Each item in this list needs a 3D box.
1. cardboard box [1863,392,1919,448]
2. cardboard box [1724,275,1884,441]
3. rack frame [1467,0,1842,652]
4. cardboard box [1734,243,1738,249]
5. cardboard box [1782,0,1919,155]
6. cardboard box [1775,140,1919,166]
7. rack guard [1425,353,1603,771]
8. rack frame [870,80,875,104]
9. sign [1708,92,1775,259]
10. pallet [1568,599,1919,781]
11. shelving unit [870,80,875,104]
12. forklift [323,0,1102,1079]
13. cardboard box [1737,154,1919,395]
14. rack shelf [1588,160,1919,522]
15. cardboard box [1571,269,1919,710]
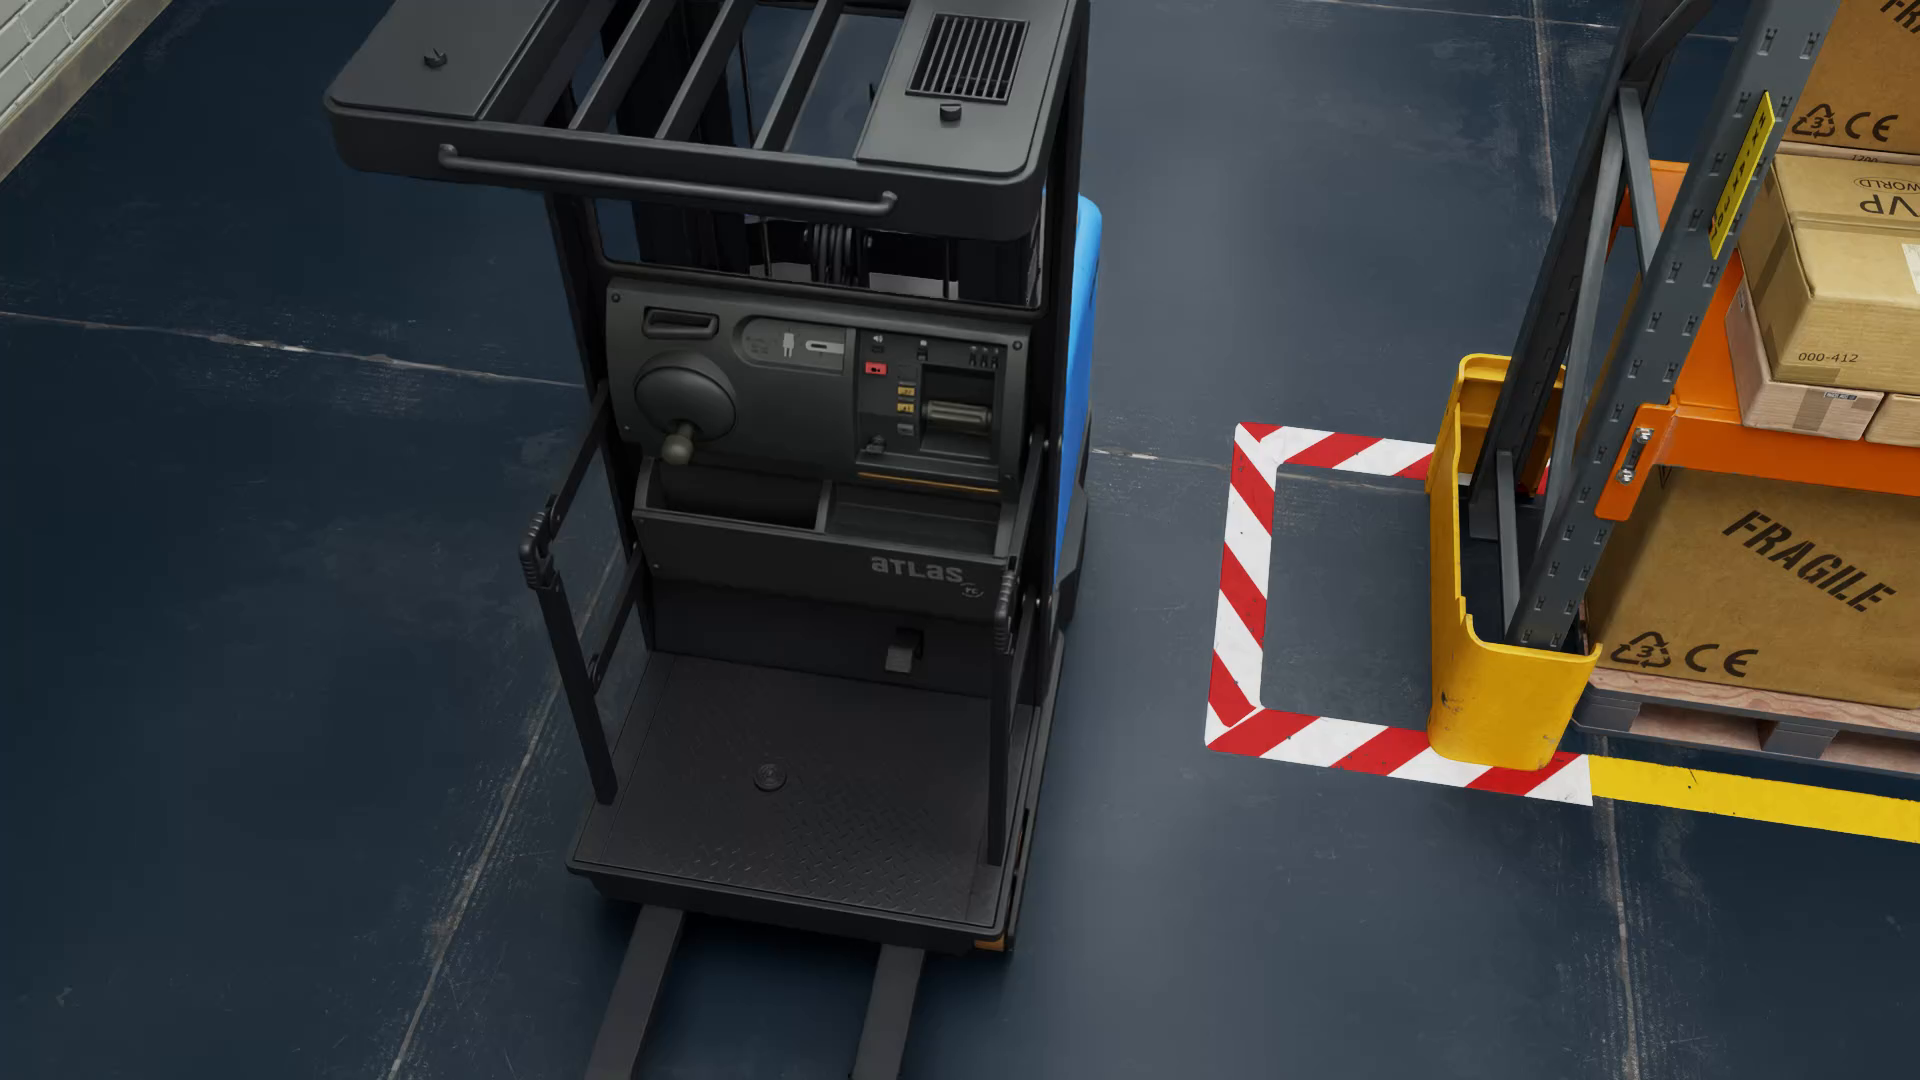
[{"bbox_3d":[2.163,-0.388,3.751,0.250,0.149,0.380,7,48,6],"label":"cardboard box"},{"bbox_3d":[1.910,-0.421,3.780,0.250,0.149,0.380,8,49,7],"label":"cardboard box"},{"bbox_3d":[1.619,-0.793,3.946,0.127,3.000,1.000,8,49,7],"label":"rack frame"},{"bbox_3d":[2.028,-0.903,4.214,0.250,0.149,0.380,9,49,8],"label":"cardboard box"},{"bbox_3d":[2.146,-1.221,3.727,0.500,0.500,0.500,8,49,7],"label":"cardboard box"},{"bbox_3d":[2.144,-0.972,4.008,0.500,0.250,0.500,7,48,6],"label":"cardboard box"},{"bbox_3d":[1.596,0.039,4.879,0.348,0.500,1.175,8,49,7],"label":"rack guard"},{"bbox_3d":[-0.206,-0.859,5.215,0.006,1.200,0.240,-21,51,-18],"label":"rack frame"},{"bbox_3d":[1.515,-0.703,3.230,0.005,0.325,0.100,8,49,7],"label":"sign"},{"bbox_3d":[2.420,0.188,4.940,1.213,0.211,1.003,8,49,7],"label":"pallet"},{"bbox_3d":[-0.124,-0.890,5.243,0.189,1.200,0.258,-21,51,-18],"label":"shelving unit"},{"bbox_3d":[-0.353,-0.224,3.481,1.130,2.935,3.031,8,49,7],"label":"forklift"},{"bbox_3d":[2.044,-0.581,3.656,0.500,0.250,0.500,7,48,6],"label":"cardboard box"},{"bbox_3d":[3.588,-0.288,3.976,4.000,0.370,1.077,8,49,7],"label":"rack shelf"},{"bbox_3d":[2.263,-0.197,4.557,0.875,0.875,0.875,8,49,7],"label":"cardboard box"}]
